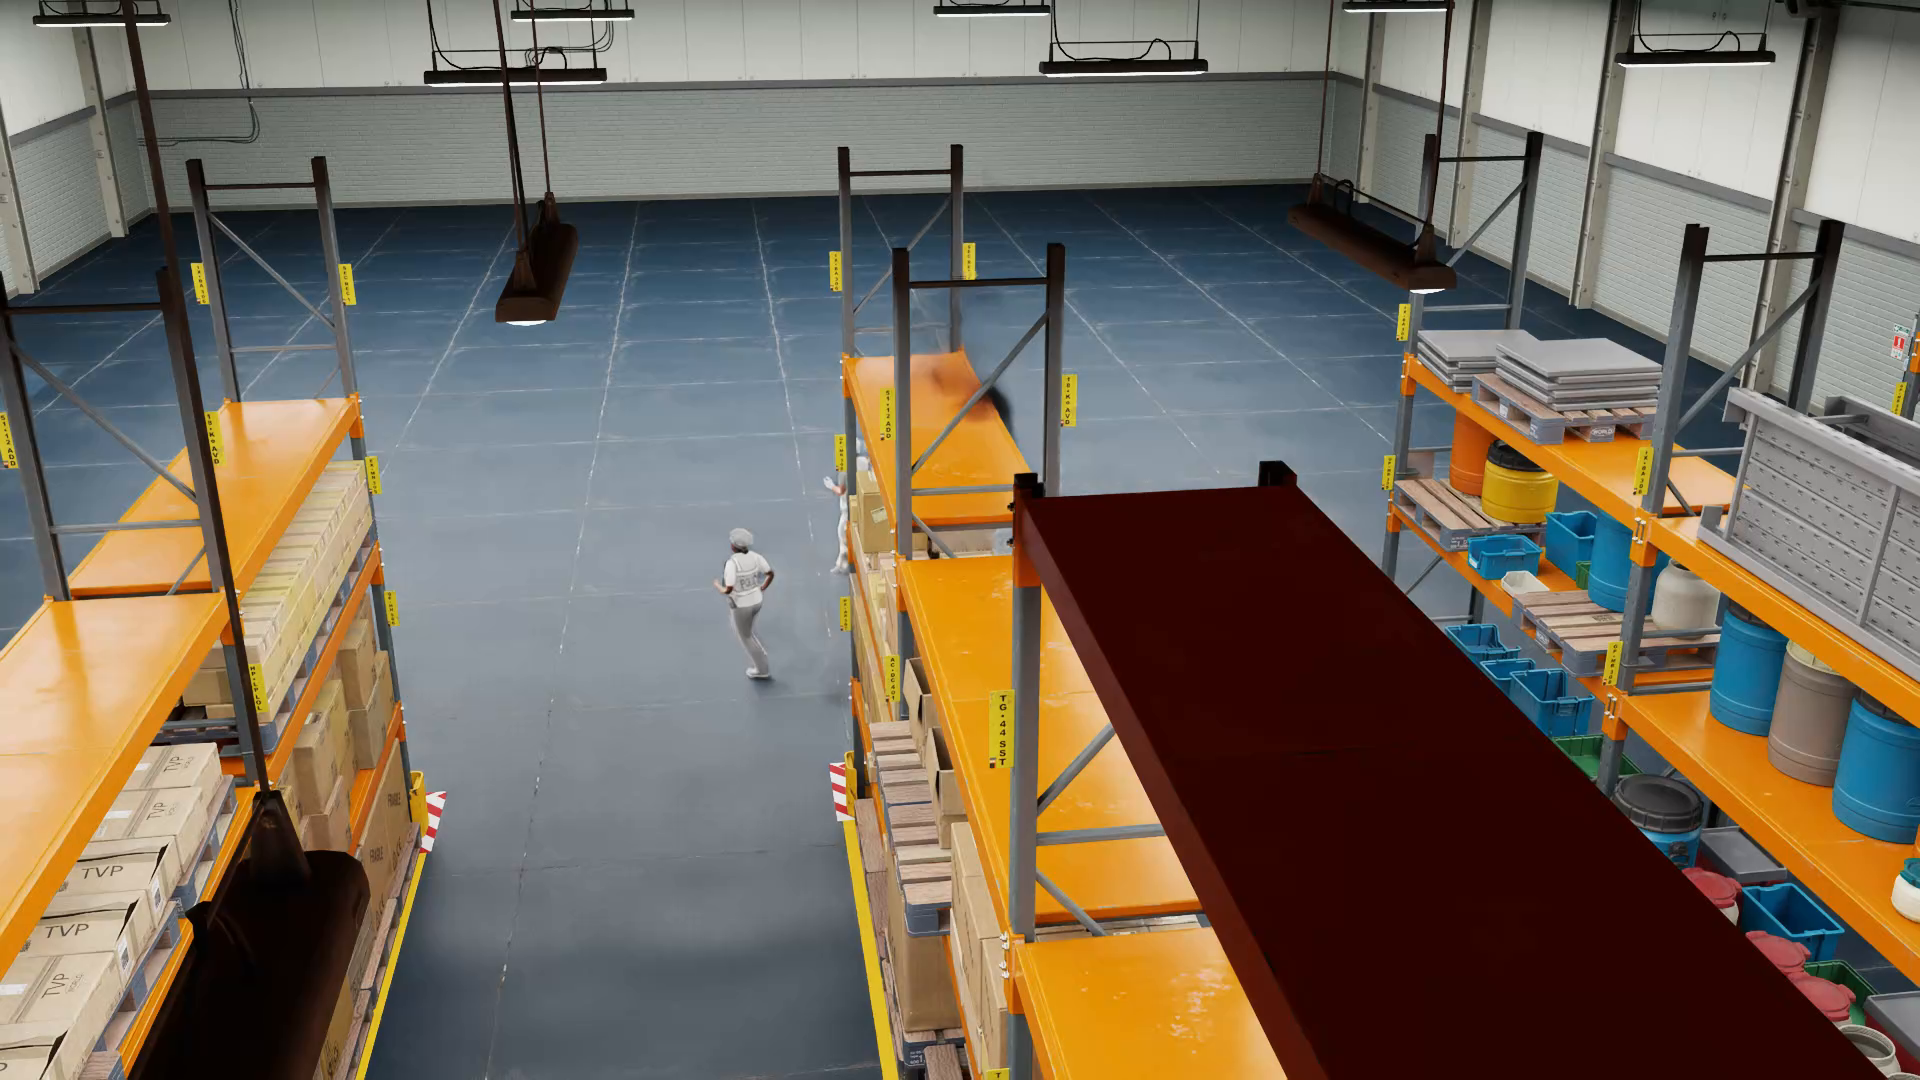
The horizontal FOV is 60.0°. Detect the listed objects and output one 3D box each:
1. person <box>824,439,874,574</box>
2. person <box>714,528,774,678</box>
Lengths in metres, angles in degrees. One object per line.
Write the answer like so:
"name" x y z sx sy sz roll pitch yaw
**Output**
"person" -1.262 -0.350 20.108 0.845 1.838 0.623 8 23 20
"person" -2.328 0.665 17.686 0.616 1.675 0.555 14 25 31
